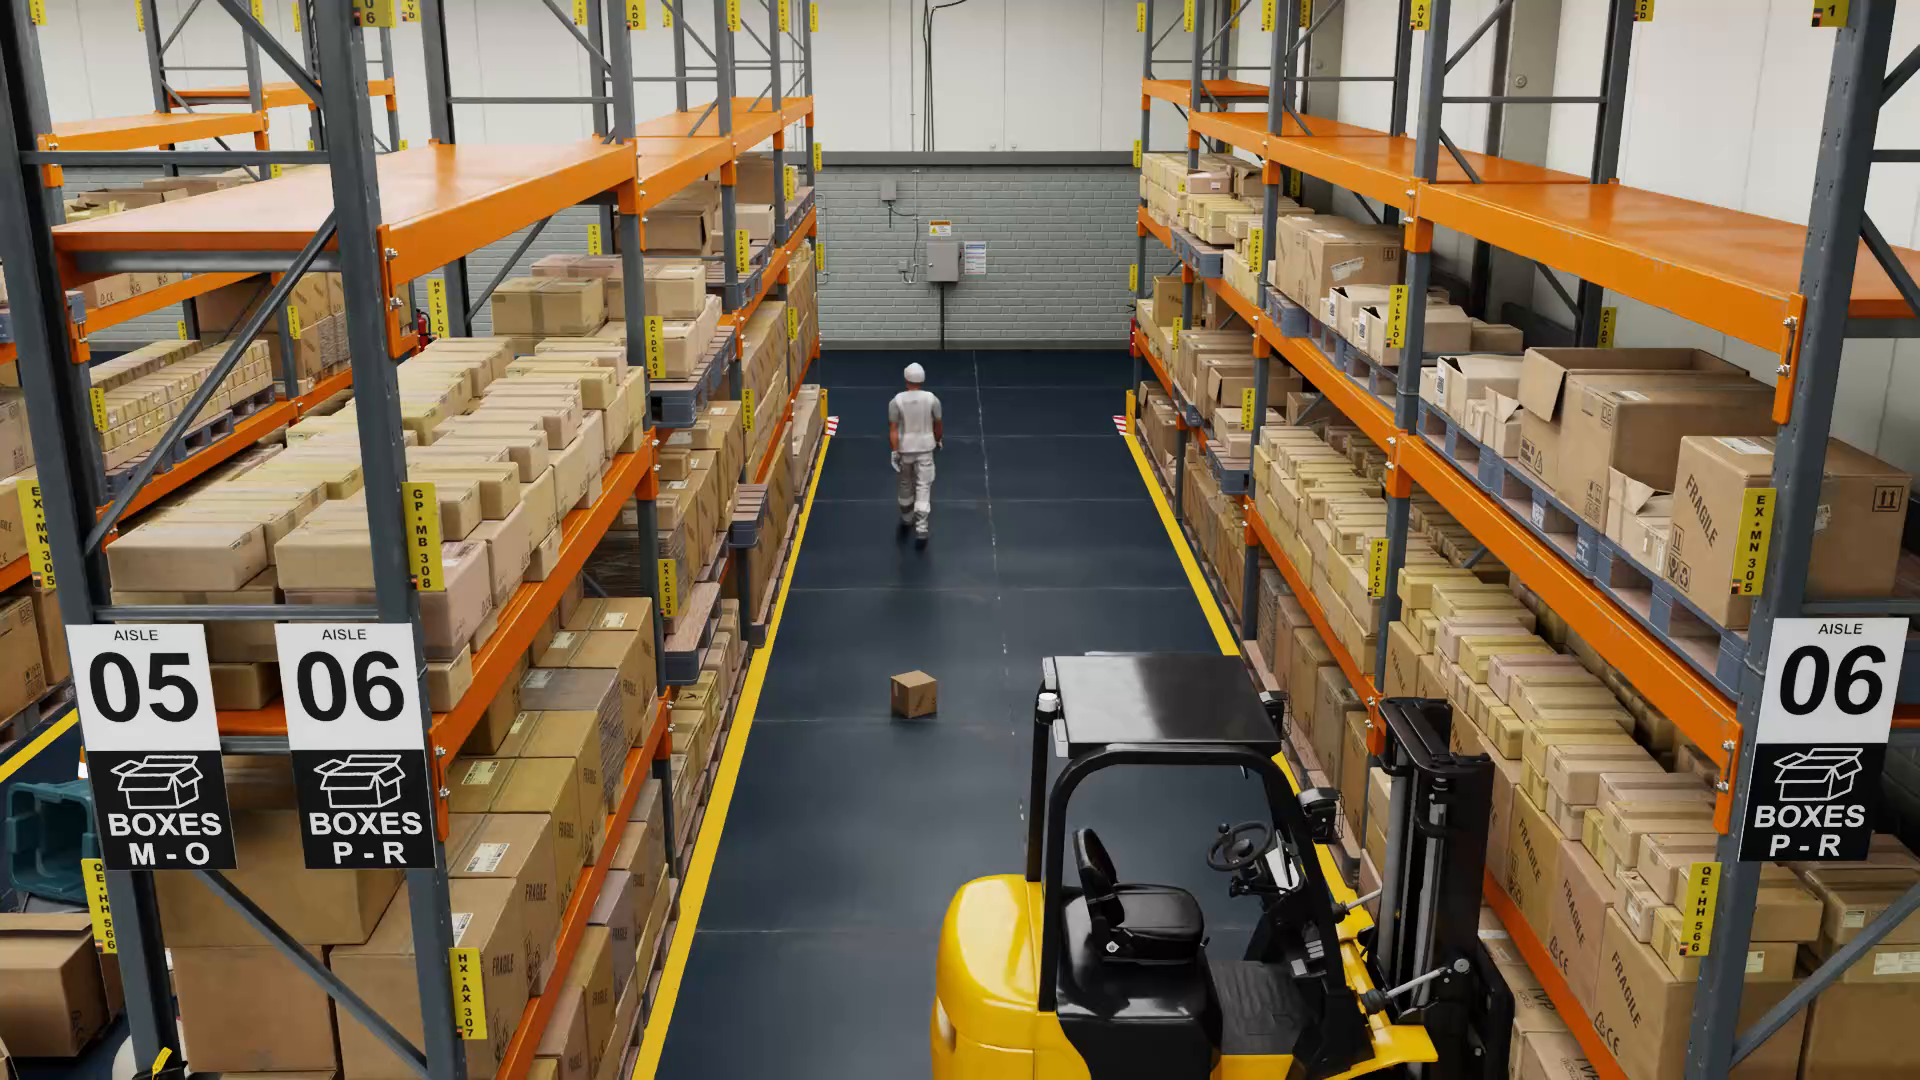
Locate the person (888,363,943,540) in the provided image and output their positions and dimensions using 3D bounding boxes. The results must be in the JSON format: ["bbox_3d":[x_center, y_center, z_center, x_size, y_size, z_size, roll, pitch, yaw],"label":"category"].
[{"bbox_3d":[-0.438,-0.912,16.496,0.534,1.743,1.043,0,17,-1],"label":"person"}]
